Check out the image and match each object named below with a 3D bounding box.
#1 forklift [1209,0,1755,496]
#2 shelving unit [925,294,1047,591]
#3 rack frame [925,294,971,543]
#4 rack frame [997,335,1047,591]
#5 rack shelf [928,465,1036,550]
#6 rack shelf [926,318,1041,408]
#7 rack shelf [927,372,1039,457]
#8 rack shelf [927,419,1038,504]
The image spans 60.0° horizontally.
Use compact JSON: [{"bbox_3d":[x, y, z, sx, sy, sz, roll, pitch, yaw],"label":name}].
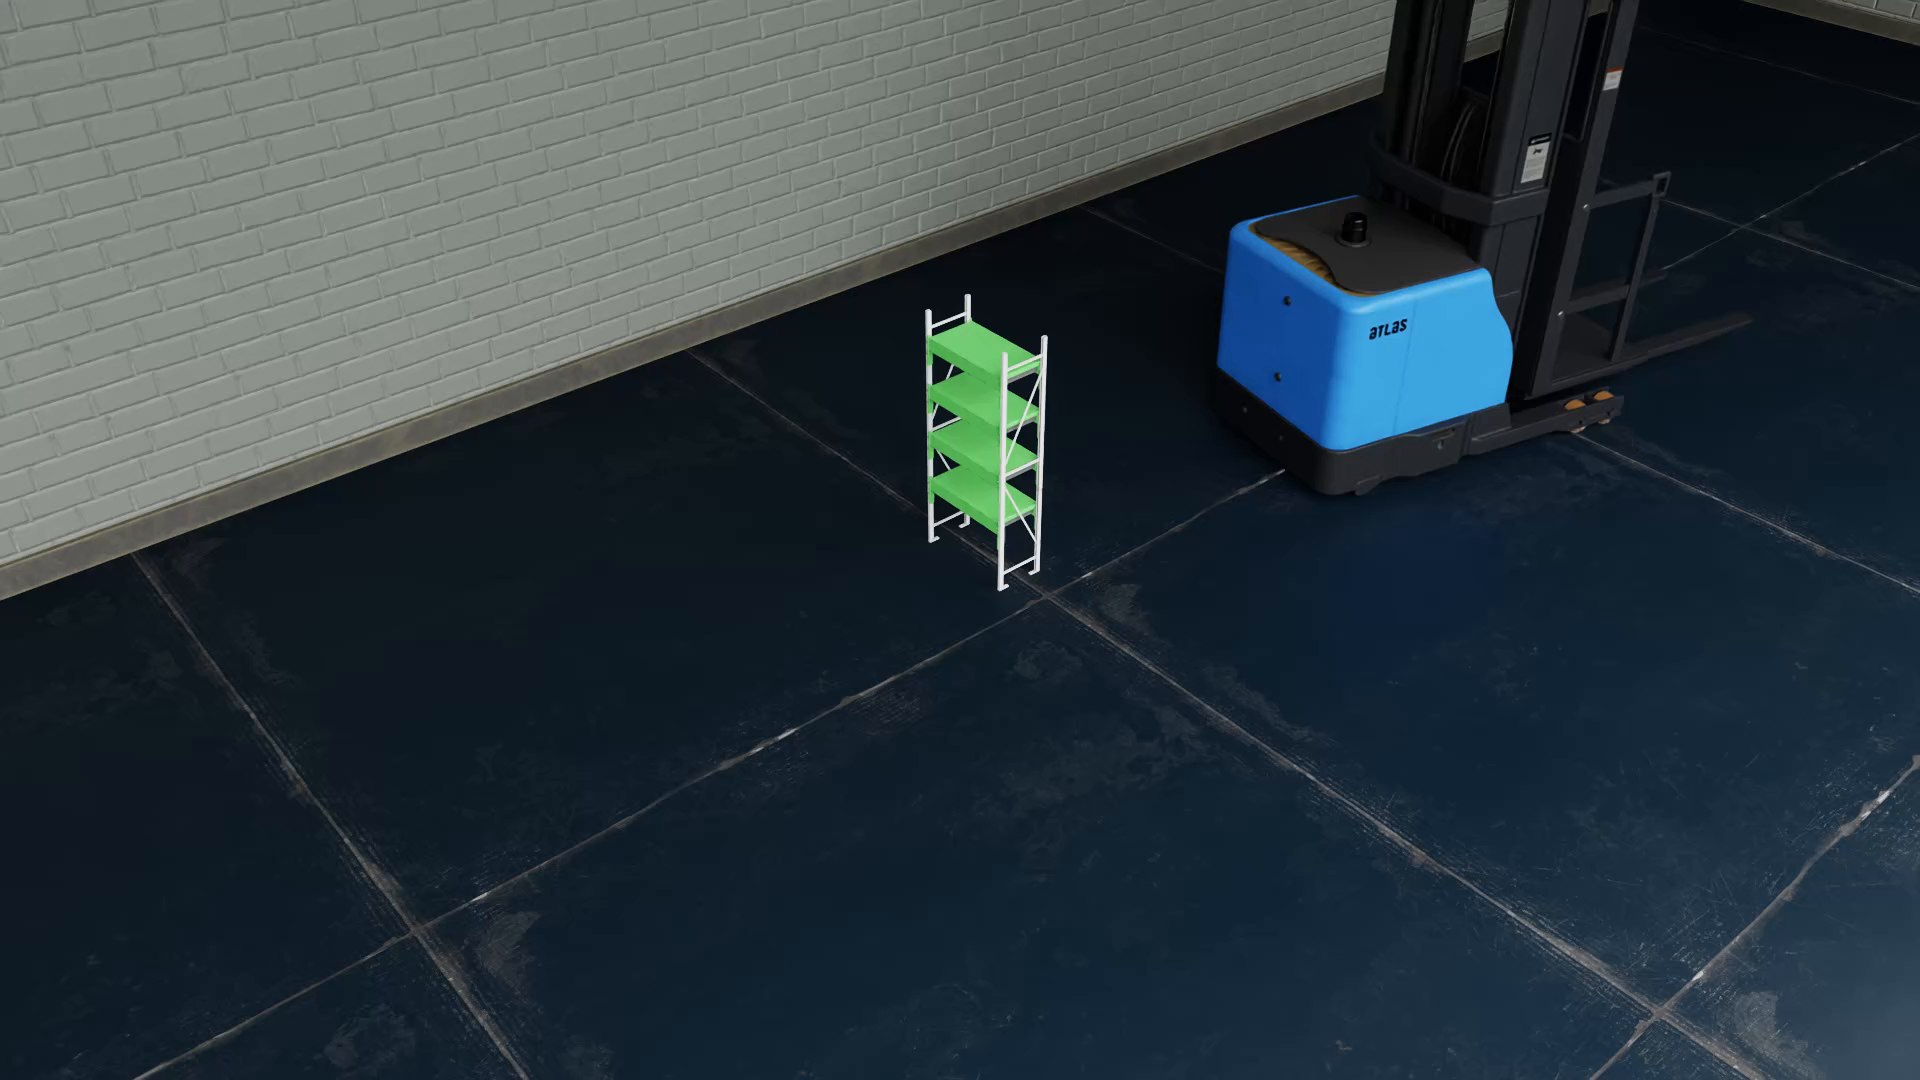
[{"bbox_3d":[2.842,-1.999,8.037,3.031,2.935,1.130,-17,39,-22],"label":"forklift"},{"bbox_3d":[0.107,-0.417,7.300,0.258,1.200,0.503,-26,43,-32],"label":"shelving unit"},{"bbox_3d":[-0.051,-0.524,7.452,0.240,1.200,0.015,-26,43,-32],"label":"rack frame"},{"bbox_3d":[0.264,-0.309,7.148,0.240,1.200,0.015,-26,43,-32],"label":"rack frame"},{"bbox_3d":[0.107,-0.169,7.476,0.258,0.148,0.480,-26,43,-32],"label":"rack shelf"},{"bbox_3d":[0.107,-0.756,7.060,0.258,0.148,0.480,-26,43,-32],"label":"rack shelf"},{"bbox_3d":[0.107,-0.560,7.198,0.258,0.148,0.480,-26,43,-32],"label":"rack shelf"},{"bbox_3d":[0.107,-0.364,7.337,0.258,0.148,0.480,-26,43,-32],"label":"rack shelf"}]
